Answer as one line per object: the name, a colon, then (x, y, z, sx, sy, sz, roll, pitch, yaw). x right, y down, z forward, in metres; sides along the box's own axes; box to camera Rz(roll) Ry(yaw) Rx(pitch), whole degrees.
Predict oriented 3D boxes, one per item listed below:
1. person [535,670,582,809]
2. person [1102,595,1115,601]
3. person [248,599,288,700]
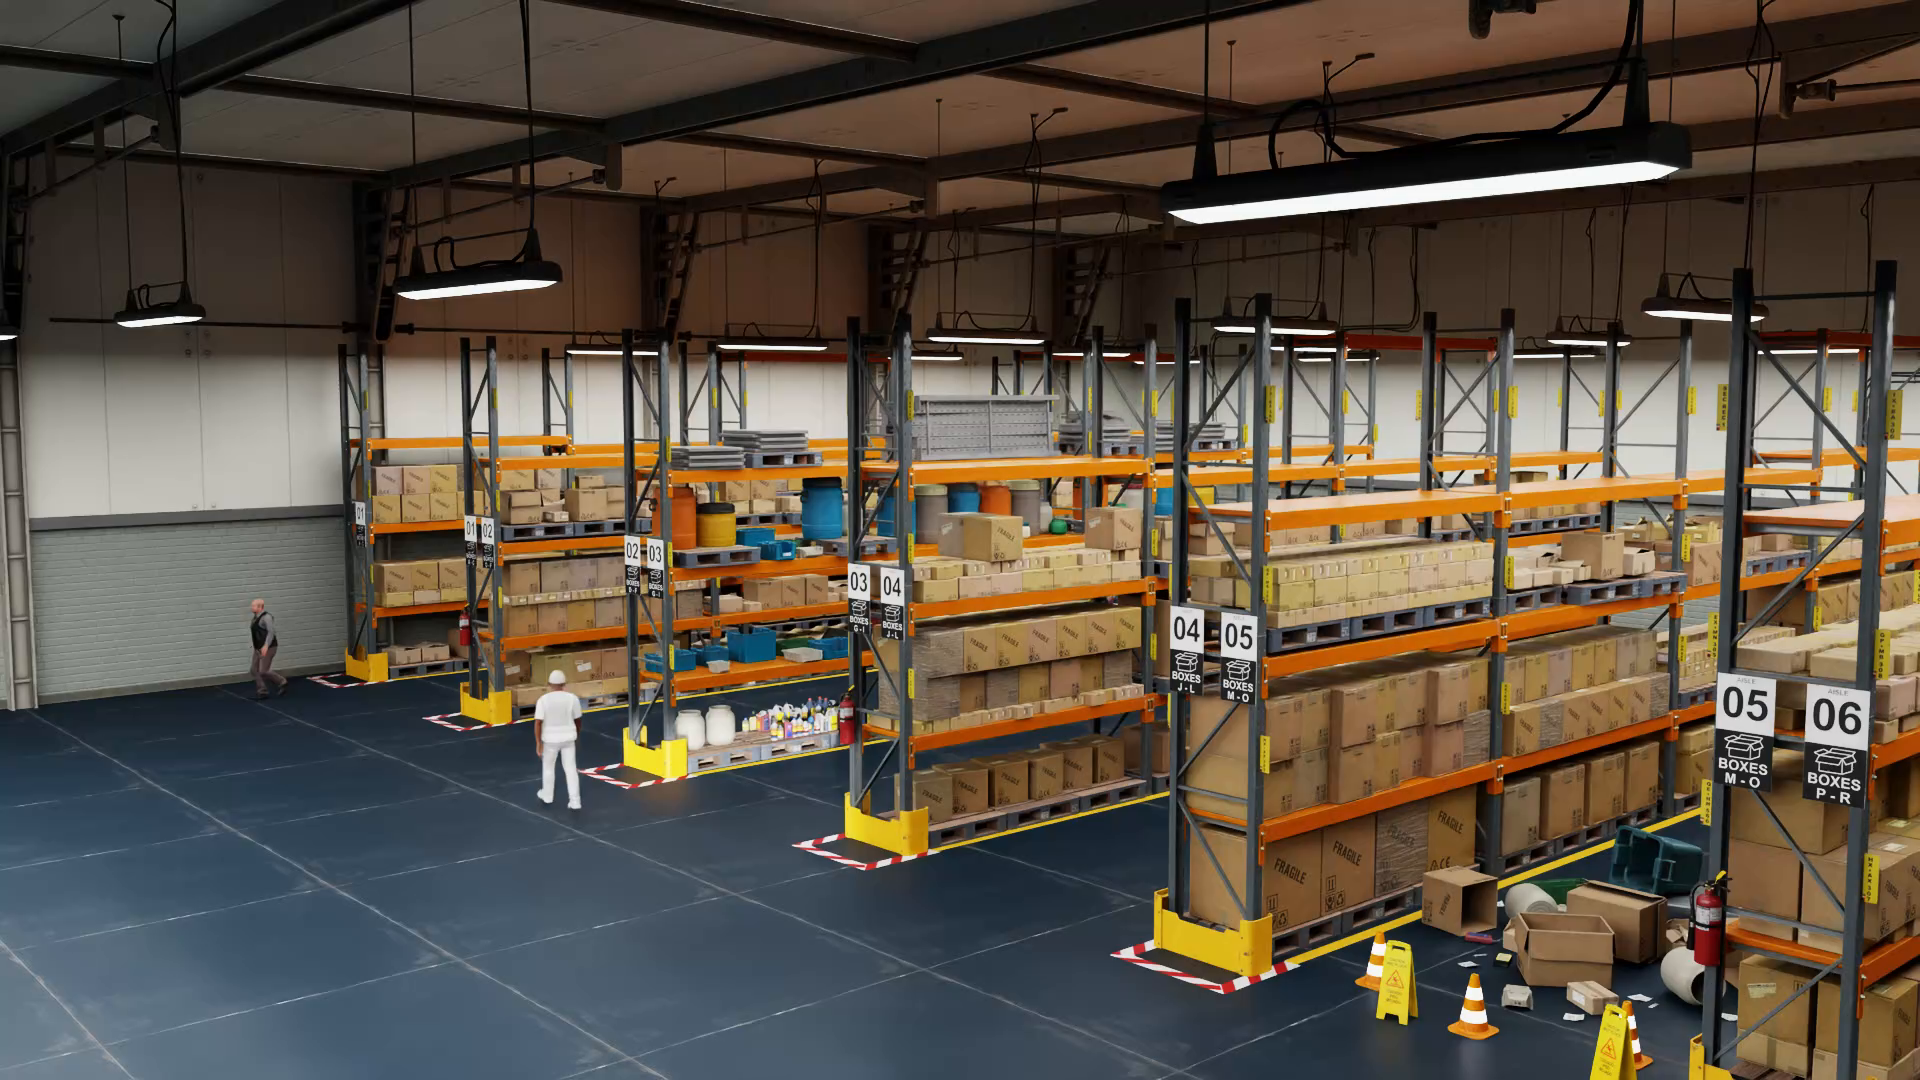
person: (-4.982, 2.462, 20.603, 0.586, 1.718, 1.080, -3, 6, -28)
person: (2.956, 1.420, 32.023, 1.098, 1.731, 0.591, -5, 7, -44)
person: (-11.645, 1.823, 27.958, 0.600, 1.708, 0.633, -5, 7, -43)
